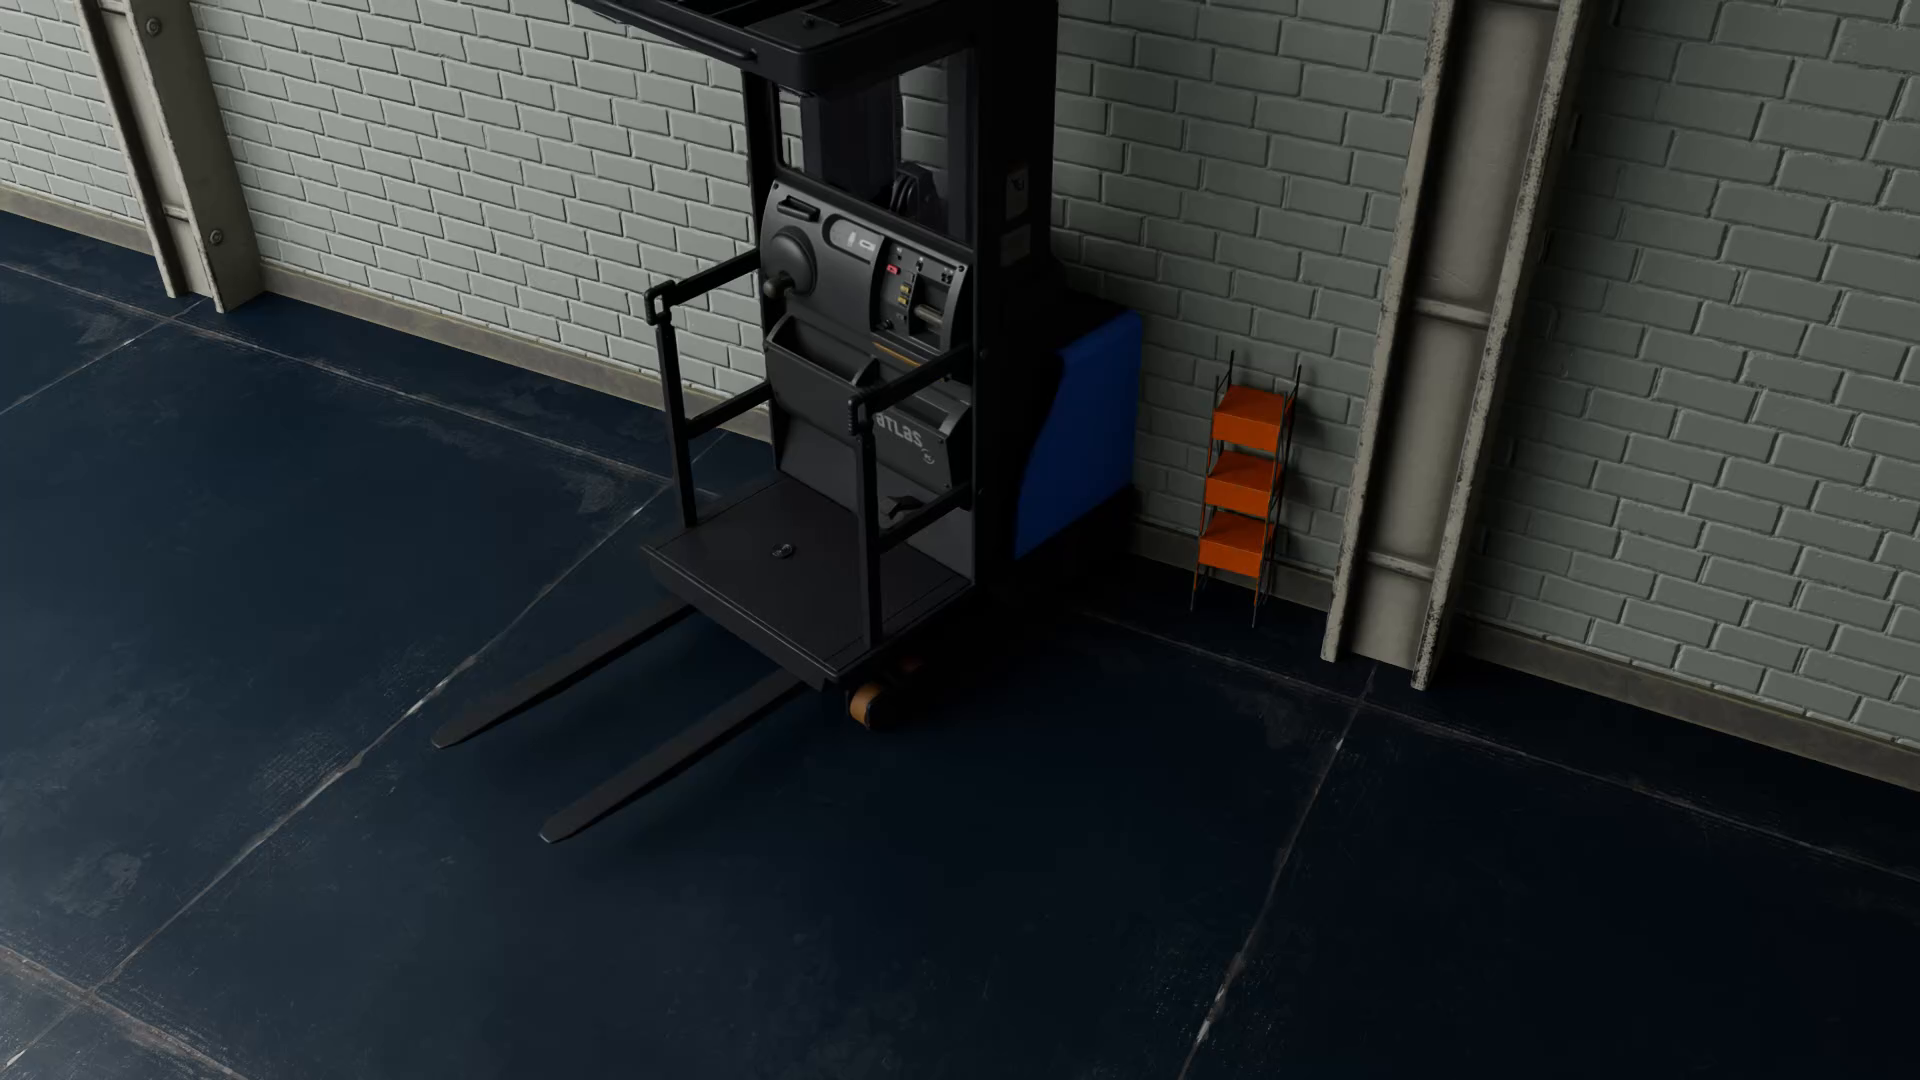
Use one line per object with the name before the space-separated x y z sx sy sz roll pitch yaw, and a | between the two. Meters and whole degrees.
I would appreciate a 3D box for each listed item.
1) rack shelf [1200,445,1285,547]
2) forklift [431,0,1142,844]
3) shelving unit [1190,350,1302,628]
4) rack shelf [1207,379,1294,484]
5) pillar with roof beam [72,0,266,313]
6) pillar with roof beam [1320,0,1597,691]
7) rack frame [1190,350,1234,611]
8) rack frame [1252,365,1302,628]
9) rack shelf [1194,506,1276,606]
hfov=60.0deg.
rack shelf | 1.041 -0.162 6.113 0.240 0.259 0.215 15 40 19
forklift | -0.477 -0.856 5.453 1.130 2.935 3.031 30 46 33
shelving unit | 1.041 -0.171 6.107 0.252 1.050 0.215 15 40 19
rack shelf | 1.041 -0.388 5.941 0.240 0.259 0.215 15 40 19
pillar with roof beam | -5.724 -2.530 2.640 0.400 9.000 9.100 17 41 21
pillar with roof beam | -0.396 -0.862 0.443 0.400 9.000 9.100 17 41 21
rack frame | 0.930 -0.201 6.146 0.008 1.050 0.200 15 40 19
rack frame | 1.152 -0.141 6.067 0.008 1.050 0.200 15 40 19
rack shelf | 1.041 0.059 6.281 0.240 0.259 0.215 15 40 19
